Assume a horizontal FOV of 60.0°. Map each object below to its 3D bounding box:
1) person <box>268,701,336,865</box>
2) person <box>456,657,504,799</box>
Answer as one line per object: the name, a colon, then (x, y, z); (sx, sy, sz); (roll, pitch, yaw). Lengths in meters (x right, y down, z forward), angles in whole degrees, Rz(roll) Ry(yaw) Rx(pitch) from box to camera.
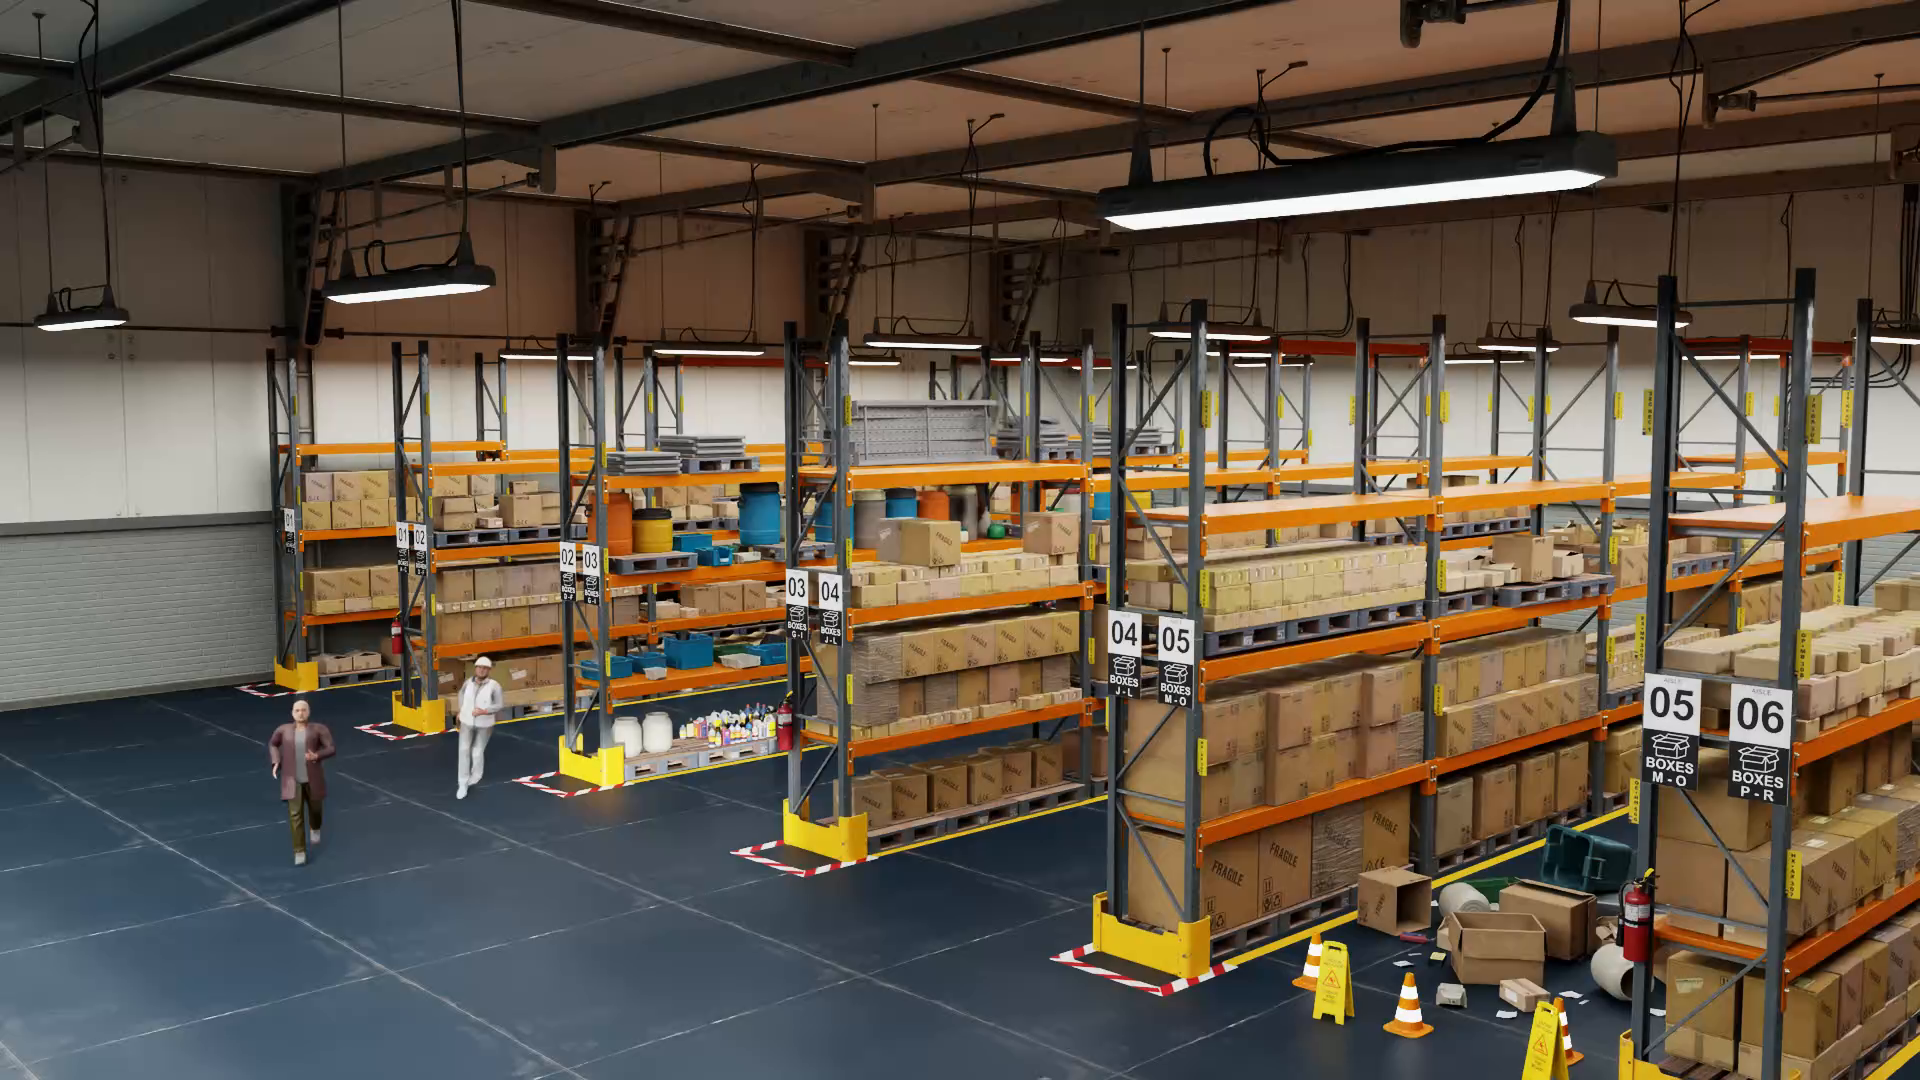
person: (-7.346, 2.666, 18.583); (0.715, 1.754, 1.021); (-2, 5, -19)
person: (-6.264, 2.407, 21.661); (0.645, 1.766, 0.855); (0, 5, -4)
